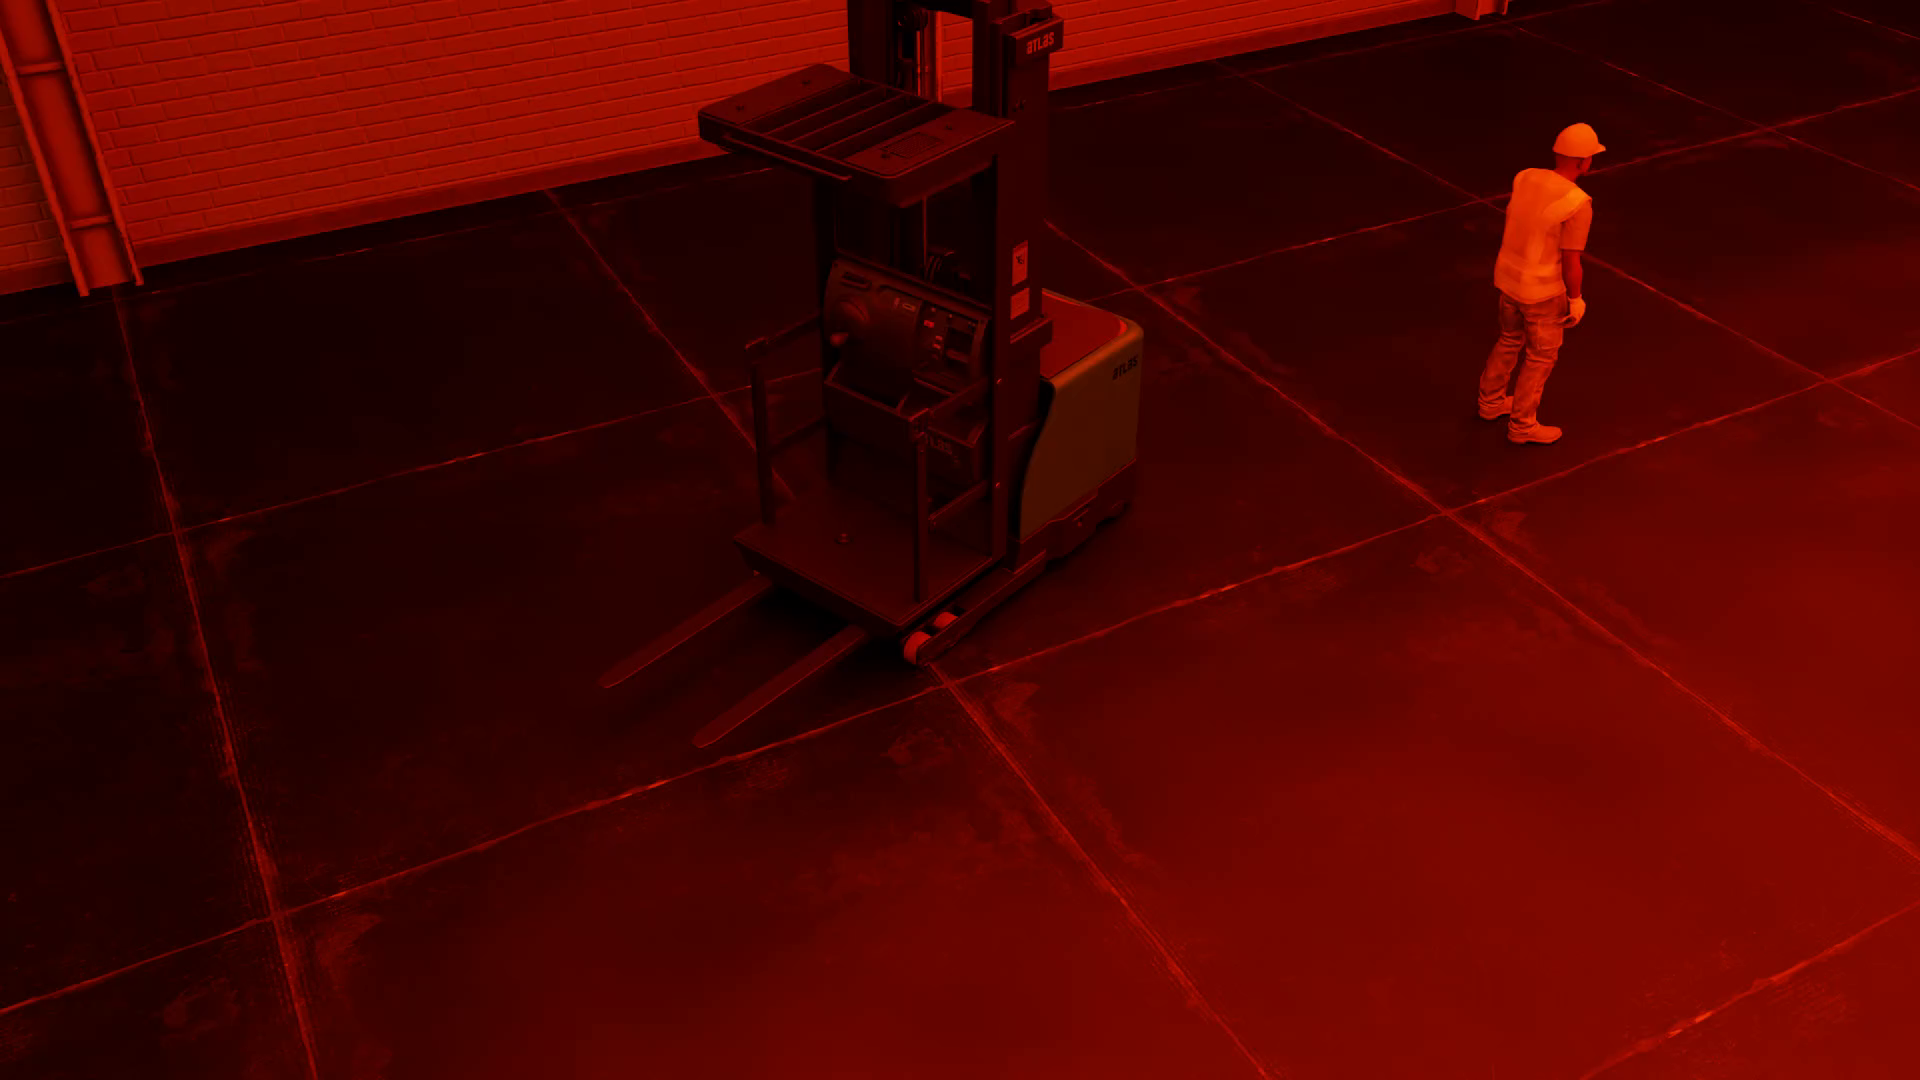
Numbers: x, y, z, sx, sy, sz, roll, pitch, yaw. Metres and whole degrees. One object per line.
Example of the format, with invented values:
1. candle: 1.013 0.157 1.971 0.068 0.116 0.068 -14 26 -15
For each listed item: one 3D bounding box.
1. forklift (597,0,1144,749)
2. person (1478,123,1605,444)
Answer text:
1. forklift: -0.390 -0.927 7.434 1.130 2.935 3.031 26 43 31
2. person: 3.176 -1.405 9.116 0.449 1.775 0.632 -12 37 -17
